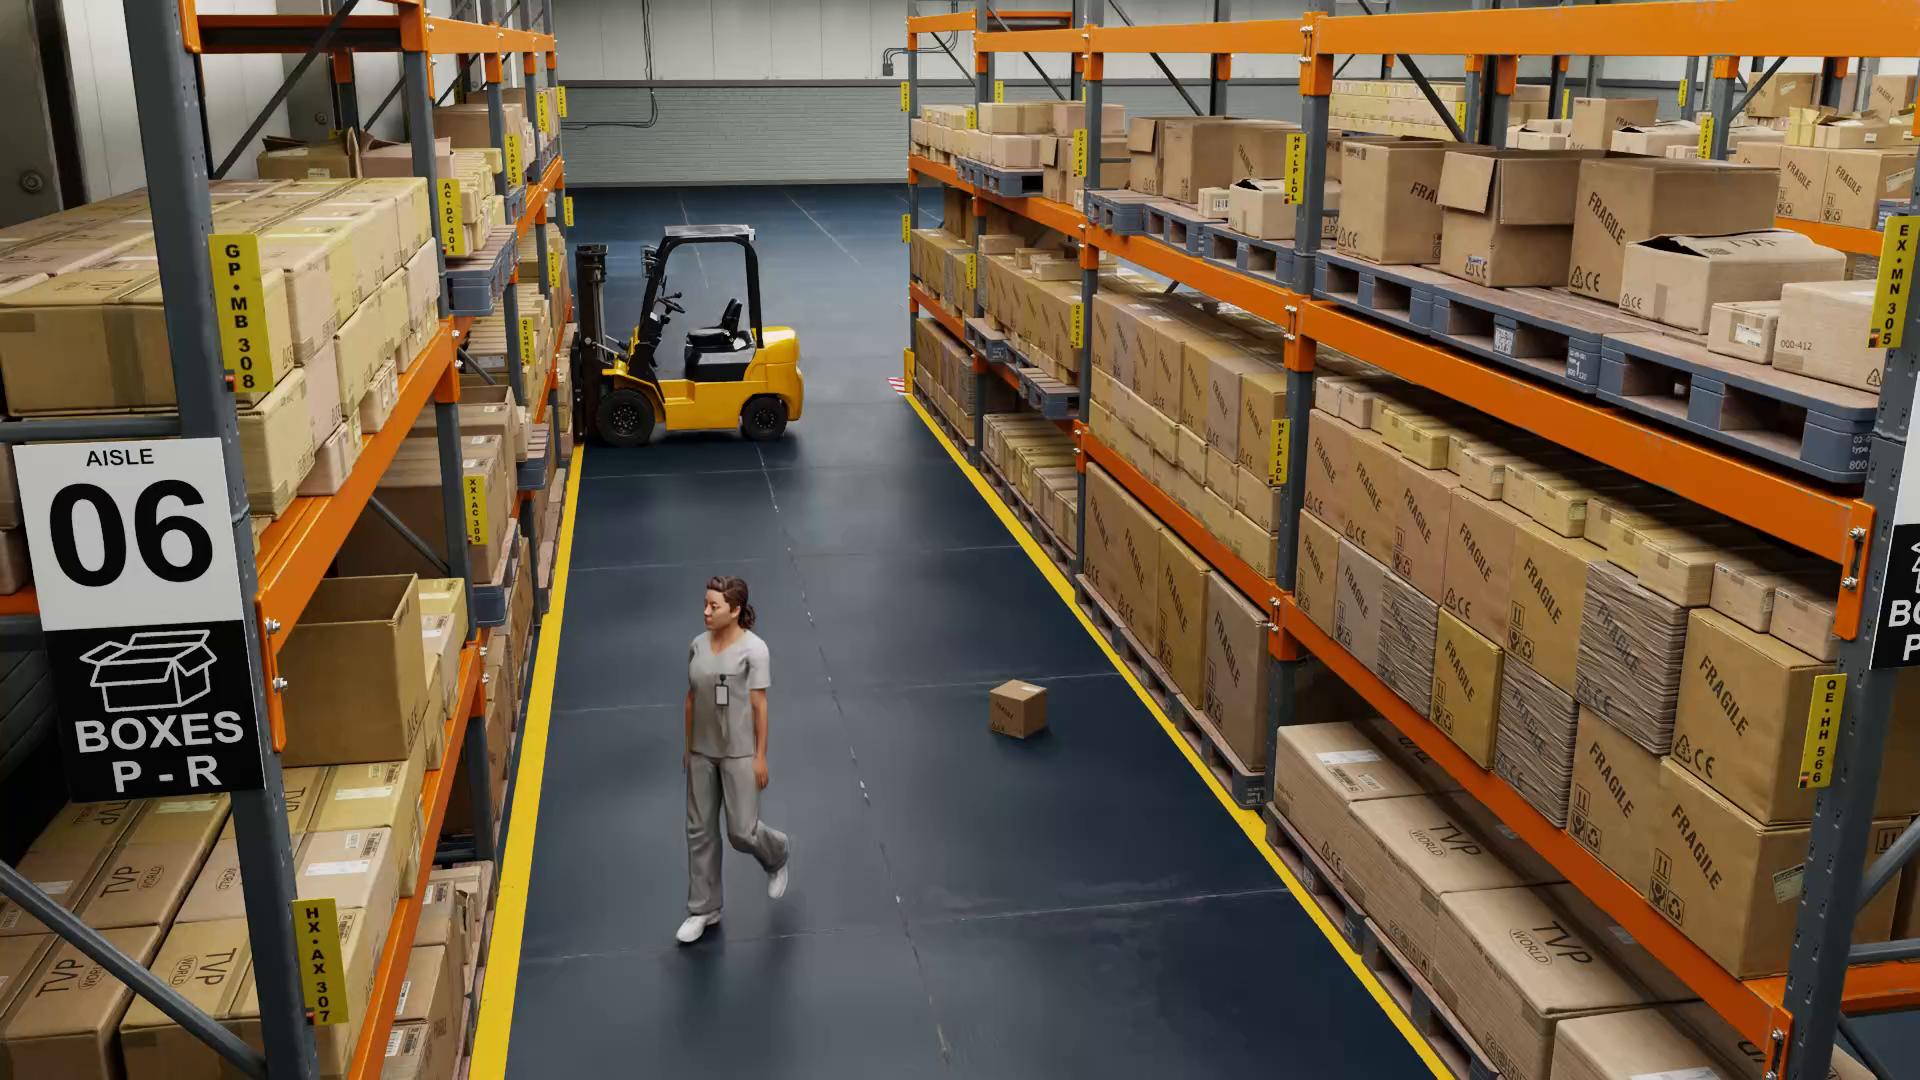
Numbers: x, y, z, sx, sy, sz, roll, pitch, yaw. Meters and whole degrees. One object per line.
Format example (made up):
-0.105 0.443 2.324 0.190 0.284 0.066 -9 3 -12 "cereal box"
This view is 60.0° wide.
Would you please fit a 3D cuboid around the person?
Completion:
-1.085 0.985 7.636 0.472 1.663 0.657 8 18 25 "person"
